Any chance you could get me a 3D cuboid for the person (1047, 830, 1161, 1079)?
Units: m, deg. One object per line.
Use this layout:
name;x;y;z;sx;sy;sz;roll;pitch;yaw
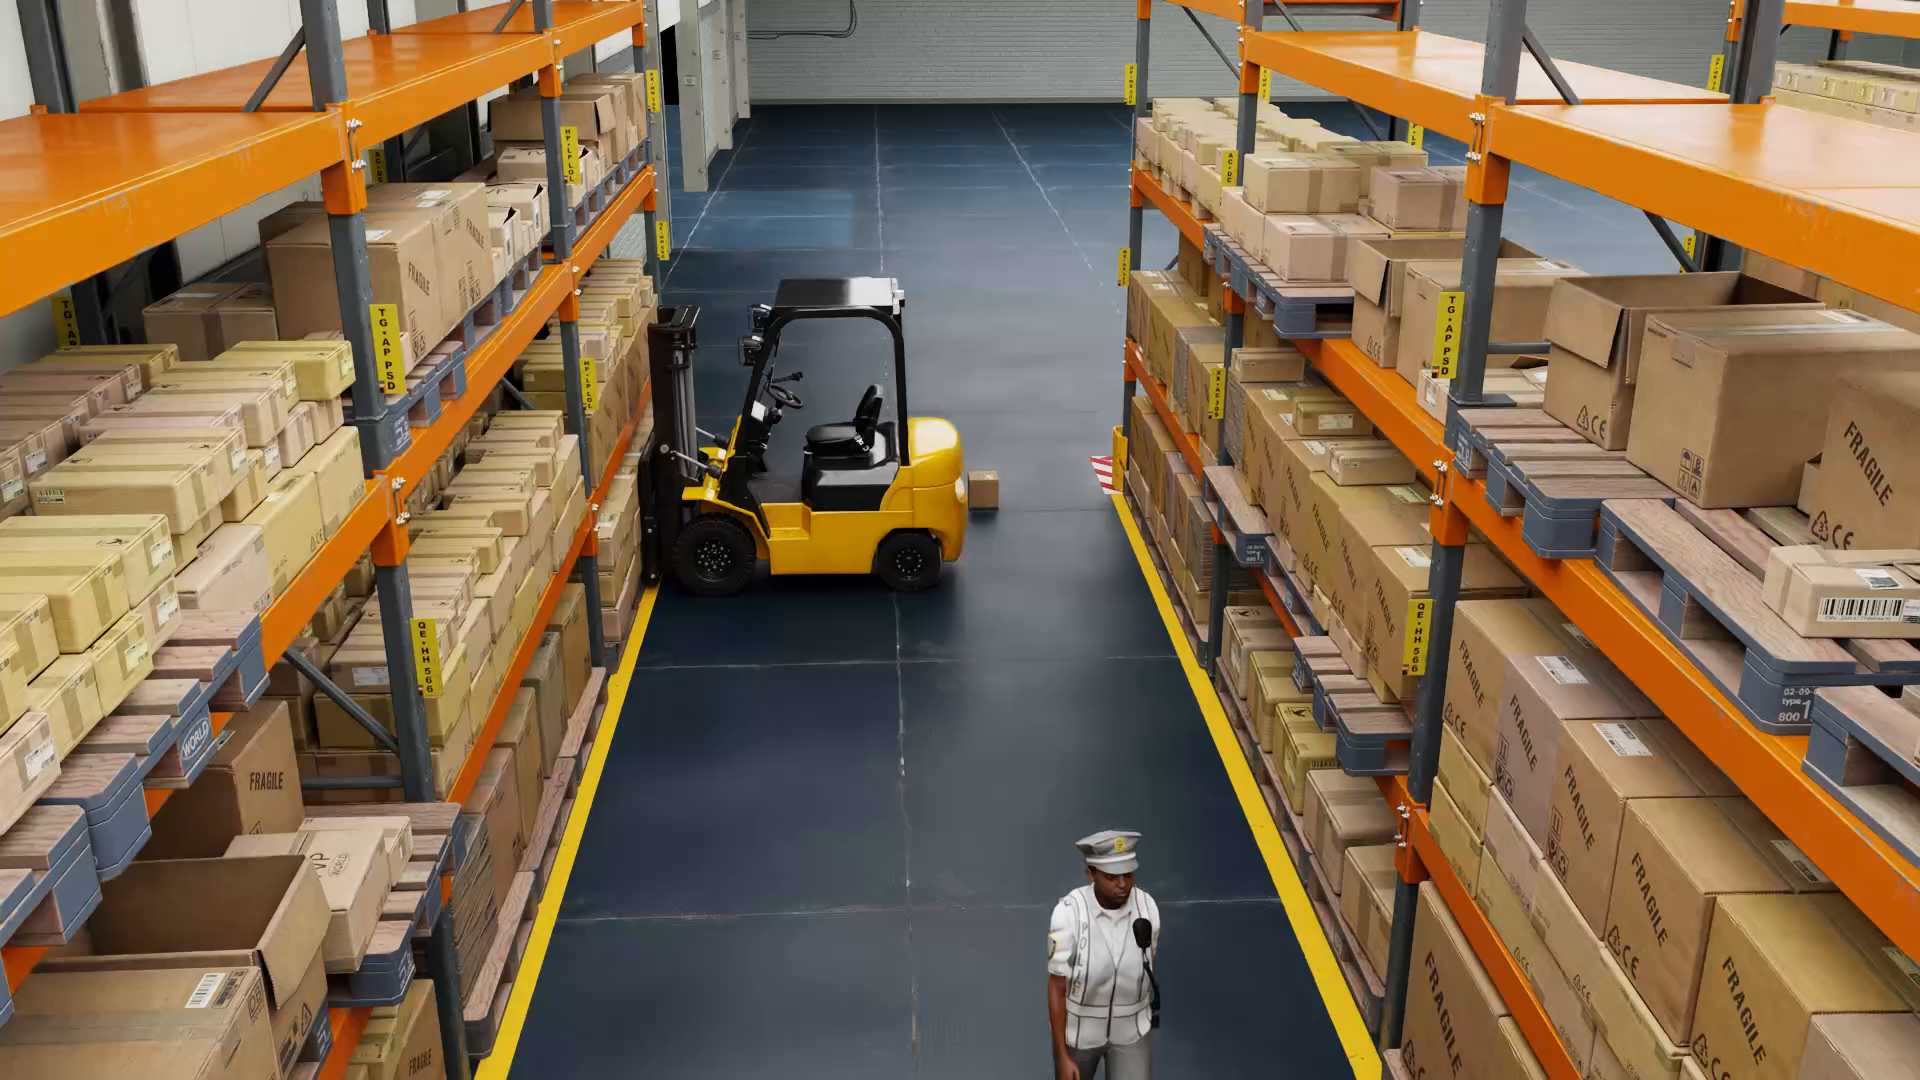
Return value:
person;0.529;1.807;6.197;0.435;1.644;0.978;-2;21;-5
